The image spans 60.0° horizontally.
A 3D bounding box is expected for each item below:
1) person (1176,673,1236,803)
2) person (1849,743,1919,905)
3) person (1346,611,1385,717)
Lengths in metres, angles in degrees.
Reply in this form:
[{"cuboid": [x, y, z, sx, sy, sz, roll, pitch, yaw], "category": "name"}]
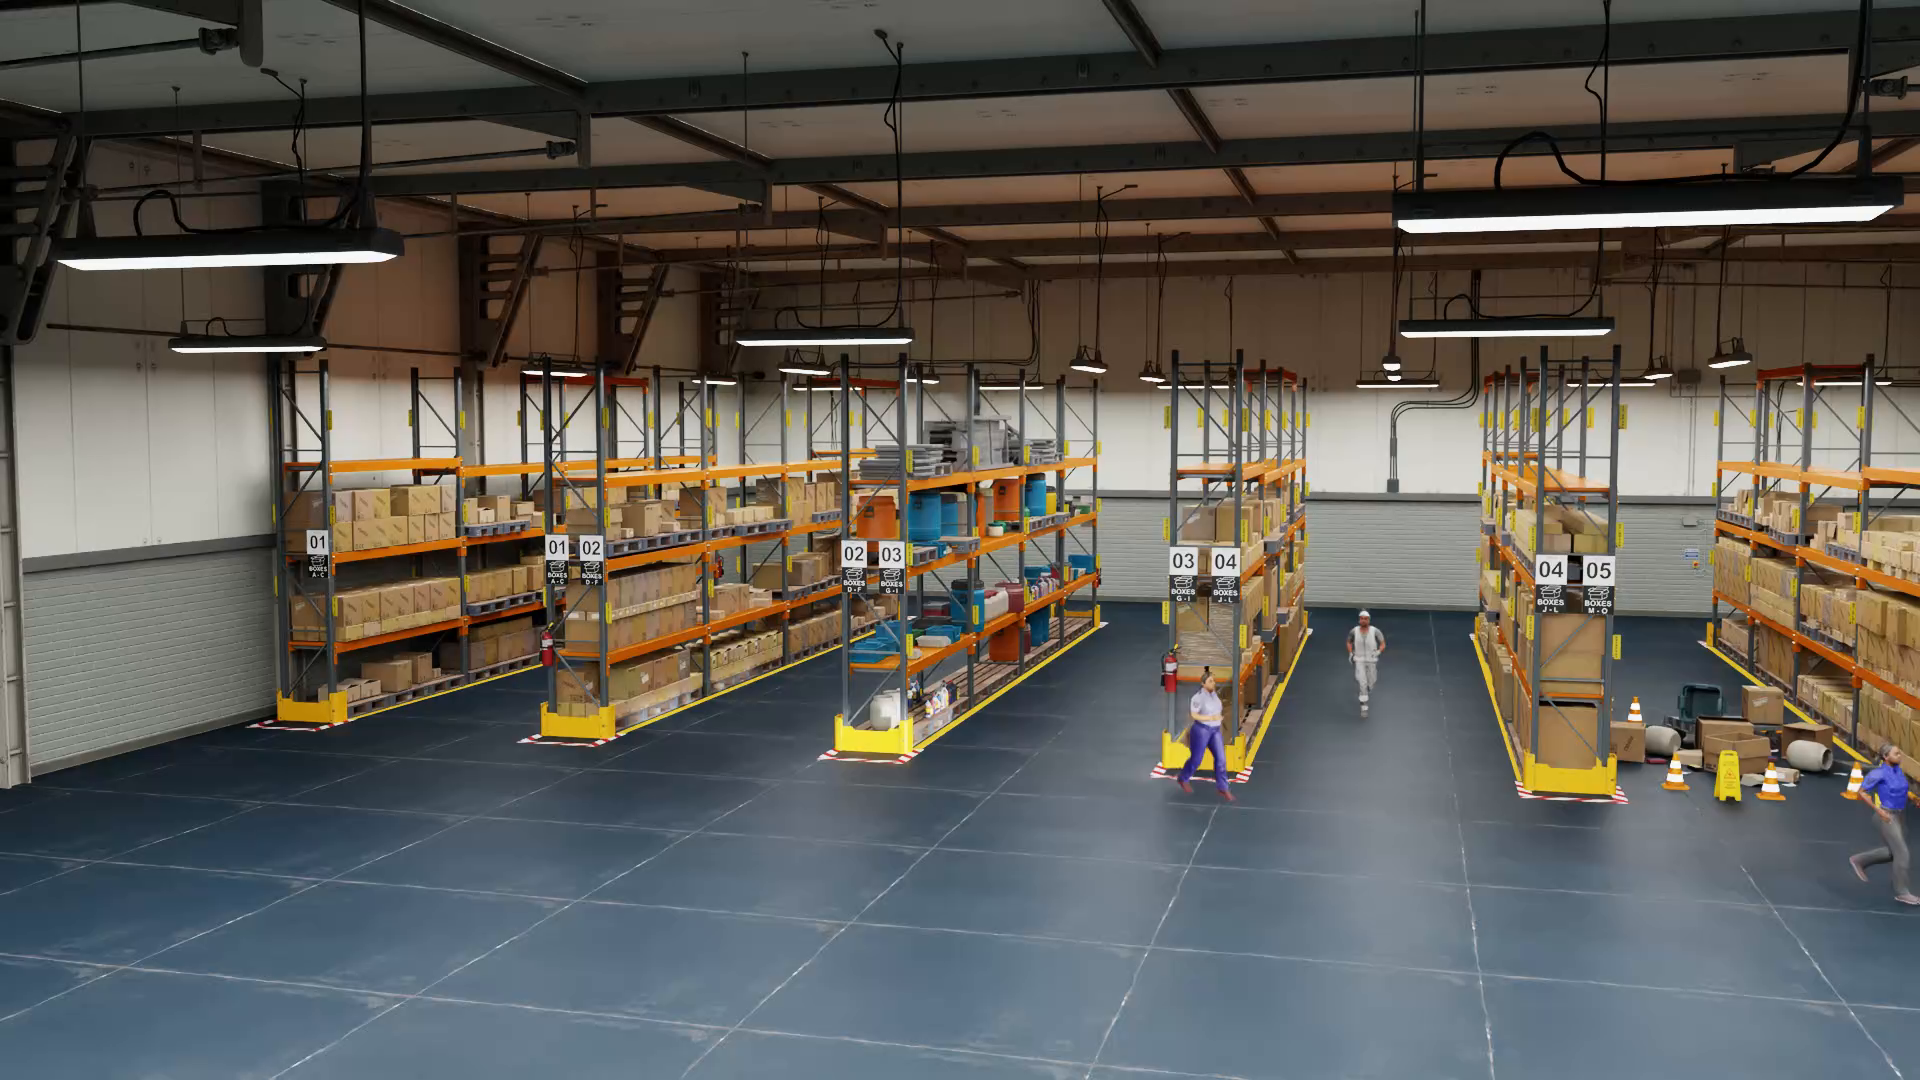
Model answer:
[{"cuboid": [3.250, 2.584, 21.961, 0.615, 1.673, 0.894, -3, 5, -37], "category": "person"}, {"cuboid": [9.707, 2.931, 17.415, 0.588, 1.623, 0.851, -3, 5, -32], "category": "person"}, {"cuboid": [6.909, 2.090, 28.322, 0.647, 1.777, 0.803, 1, 4, 13], "category": "person"}]
